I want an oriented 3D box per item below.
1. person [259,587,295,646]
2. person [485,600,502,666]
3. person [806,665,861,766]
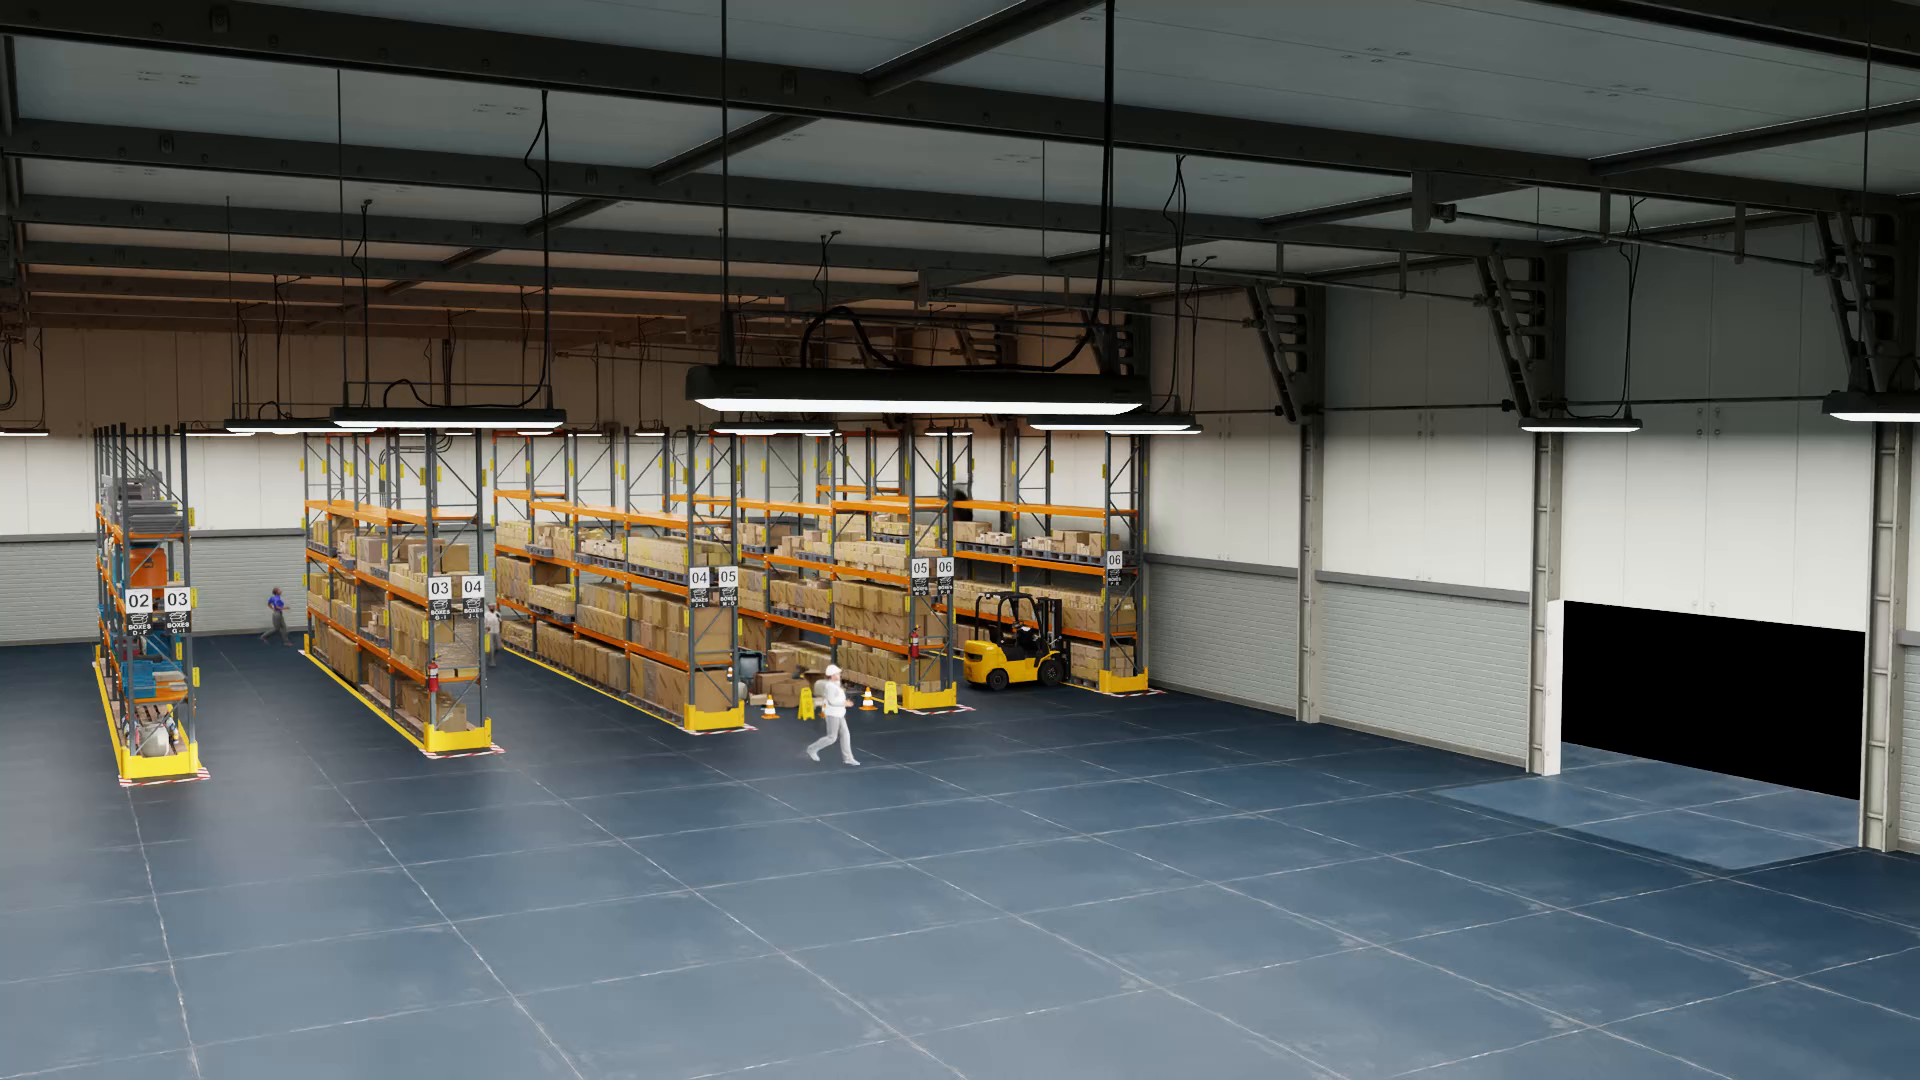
[{"bbox_3d":[-18.791,2.128,45.732,0.920,1.645,0.582,-2,4,-24],"label":"person"},{"bbox_3d":[-11.802,2.350,42.020,0.571,1.653,0.573,-2,4,-32],"label":"person"},{"bbox_3d":[-2.212,3.070,29.038,0.960,1.779,0.660,0,3,5],"label":"person"}]
